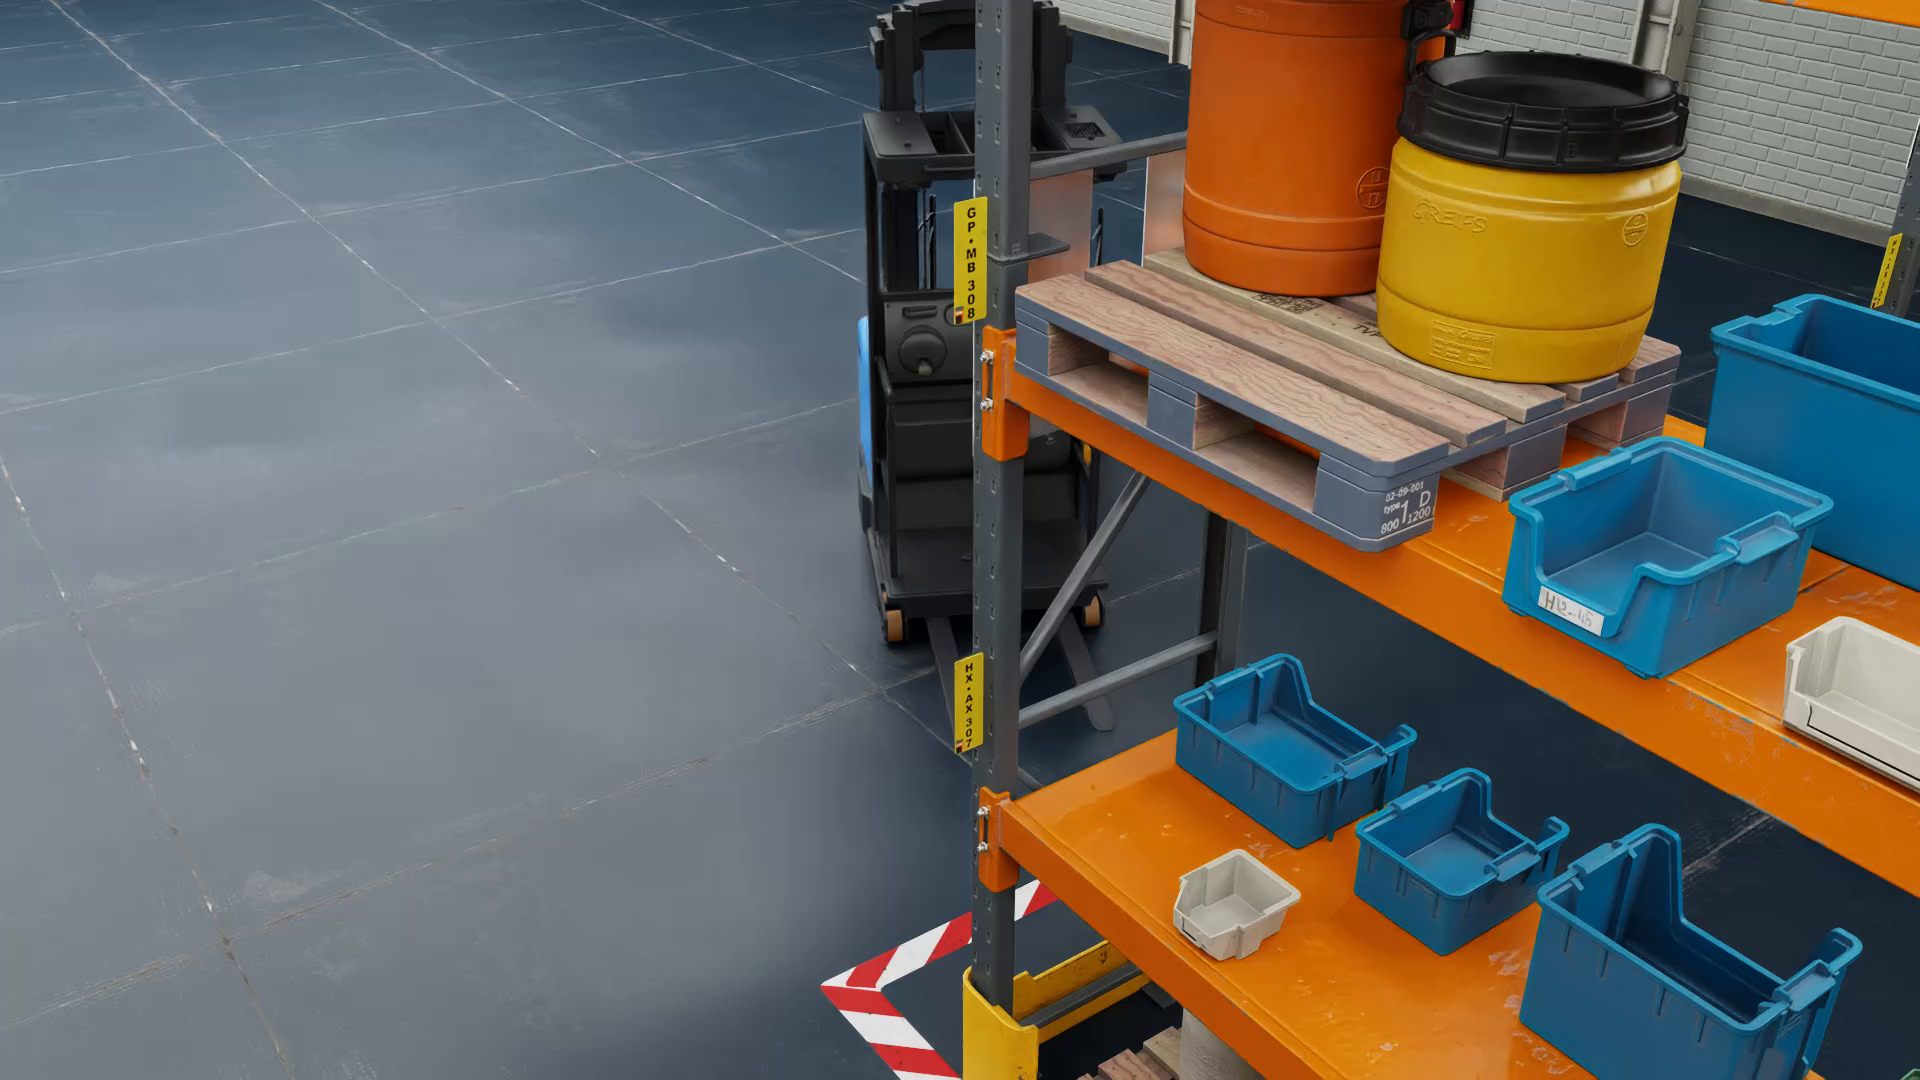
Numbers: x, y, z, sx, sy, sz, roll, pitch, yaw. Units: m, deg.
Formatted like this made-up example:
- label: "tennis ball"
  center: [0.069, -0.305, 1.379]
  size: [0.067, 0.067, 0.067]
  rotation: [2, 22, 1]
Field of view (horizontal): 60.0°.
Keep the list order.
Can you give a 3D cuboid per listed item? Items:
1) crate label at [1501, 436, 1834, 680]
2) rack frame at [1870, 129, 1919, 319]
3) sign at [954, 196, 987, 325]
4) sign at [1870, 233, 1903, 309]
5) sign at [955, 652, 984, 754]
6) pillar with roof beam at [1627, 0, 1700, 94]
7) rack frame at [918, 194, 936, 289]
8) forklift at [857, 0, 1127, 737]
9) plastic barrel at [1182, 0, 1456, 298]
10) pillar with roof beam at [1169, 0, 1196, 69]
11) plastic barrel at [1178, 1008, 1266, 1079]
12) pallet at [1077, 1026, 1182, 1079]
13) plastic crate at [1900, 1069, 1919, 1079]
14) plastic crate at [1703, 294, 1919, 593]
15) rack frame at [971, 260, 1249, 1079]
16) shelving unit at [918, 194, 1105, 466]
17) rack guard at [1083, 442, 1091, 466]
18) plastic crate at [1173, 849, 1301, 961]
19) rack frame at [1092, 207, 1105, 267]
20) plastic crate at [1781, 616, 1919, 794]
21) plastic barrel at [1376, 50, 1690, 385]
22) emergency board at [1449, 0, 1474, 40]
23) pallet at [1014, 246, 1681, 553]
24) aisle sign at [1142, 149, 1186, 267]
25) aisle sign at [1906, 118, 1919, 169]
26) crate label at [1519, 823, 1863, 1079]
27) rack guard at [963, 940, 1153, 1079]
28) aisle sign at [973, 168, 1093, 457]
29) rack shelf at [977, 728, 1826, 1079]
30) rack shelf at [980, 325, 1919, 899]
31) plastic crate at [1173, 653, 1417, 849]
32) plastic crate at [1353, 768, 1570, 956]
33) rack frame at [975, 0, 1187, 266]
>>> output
- label: "crate label"
  center: [1.294, 0.022, 3.078]
  size: [0.502, 0.251, 0.408]
  rotation: [-19, 34, -31]
- label: "rack frame"
  center: [4.515, -0.914, 7.789]
  size: [1.000, 3.000, 0.127]
  rotation: [-19, 34, -31]
- label: "sign"
  center: [0.027, -0.715, 4.272]
  size: [0.100, 0.325, 0.005]
  rotation: [-19, 34, -31]
- label: "sign"
  center: [4.059, -1.178, 7.285]
  size: [0.100, 0.325, 0.005]
  rotation: [-19, 34, -31]
- label: "sign"
  center: [0.027, 0.485, 4.924]
  size: [0.100, 0.325, 0.005]
  rotation: [-19, 34, -31]
- label: "pillar with roof beam"
  center: [2.671, -6.031, 10.926]
  size: [9.100, 9.000, 0.400]
  rotation: [-19, 34, -31]
- label: "rack frame"
  center: [-0.220, -1.281, 10.038]
  size: [0.032, 1.500, 0.500]
  rotation: [7, 29, 12]
- label: "forklift"
  center: [0.126, -0.955, 7.937]
  size: [1.130, 2.935, 3.031]
  rotation: [-4, 29, -7]
- label: "plastic barrel"
  center: [0.863, -1.082, 4.065]
  size: [0.600, 0.830, 0.708]
  rotation: [-19, 34, -31]
- label: "pillar with roof beam"
  center: [-0.809, -8.363, 15.221]
  size: [9.100, 9.000, 0.400]
  rotation: [-19, 34, -31]
- label: "plastic barrel"
  center: [0.922, 1.600, 5.328]
  size: [0.421, 0.512, 0.421]
  rotation: [0, 29, 0]
- label: "pallet"
  center: [1.027, 2.015, 5.318]
  size: [1.003, 0.211, 1.213]
  rotation: [-19, 34, -31]
- label: "plastic crate"
  center: [2.240, 1.498, 3.570]
  size: [0.450, 0.188, 0.662]
  rotation: [-19, 34, -31]
- label: "plastic crate"
  center: [1.829, -0.197, 3.343]
  size: [0.392, 0.384, 0.575]
  rotation: [-19, 34, -31]
- label: "rack frame"
  center: [0.478, 0.456, 5.267]
  size: [1.000, 3.000, 0.127]
  rotation: [-19, 34, -31]
- label: "shelving unit"
  center: [0.281, -1.221, 9.927]
  size: [1.083, 1.500, 0.587]
  rotation: [7, 29, 12]
- label: "rack guard"
  center: [0.764, -0.613, 10.118]
  size: [0.087, 0.250, 0.587]
  rotation: [7, 29, 12]
- label: "plastic crate"
  center: [0.735, 1.009, 4.525]
  size: [0.298, 0.136, 0.250]
  rotation: [-19, 34, -31]
- label: "rack frame"
  center: [0.765, -1.162, 9.819]
  size: [0.032, 1.500, 0.500]
  rotation: [7, 29, 12]
- label: "plastic crate"
  center: [1.538, 0.297, 2.694]
  size: [0.243, 0.136, 0.396]
  rotation: [-19, 34, -31]
- label: "plastic barrel"
  center: [1.242, -0.721, 3.655]
  size: [0.600, 0.588, 0.600]
  rotation: [0, 29, 0]
- label: "emergency board"
  center: [4.776, -5.558, 16.340]
  size: [0.194, 1.169, 0.643]
  rotation: [-19, 34, -31]
- label: "pallet"
  center: [0.878, -0.430, 3.954]
  size: [1.003, 0.211, 1.213]
  rotation: [-19, 34, -31]
- label: "aisle sign"
  center: [0.678, -0.796, 4.850]
  size: [0.394, 0.787, 0.004]
  rotation: [-19, 34, -31]
- label: "aisle sign"
  center: [4.227, -1.997, 7.060]
  size: [0.394, 0.787, 0.004]
  rotation: [-19, 34, -31]
- label: "crate label"
  center: [1.766, 1.081, 4.079]
  size: [0.502, 0.435, 0.616]
  rotation: [-19, 34, -31]
- label: "rack guard"
  center: [0.560, 1.571, 5.833]
  size: [1.175, 0.500, 0.348]
  rotation: [-19, 34, -31]
- label: "aisle sign"
  center: [0.197, -0.633, 4.549]
  size: [0.394, 0.787, 0.004]
  rotation: [-19, 34, -31]
- label: "rack shelf"
  center: [1.638, 1.550, 4.007]
  size: [1.077, 0.370, 4.000]
  rotation: [-19, 34, -31]
- label: "rack shelf"
  center: [1.638, 0.232, 3.291]
  size: [1.077, 0.370, 4.000]
  rotation: [-19, 34, -31]
- label: "plastic crate"
  center: [1.012, 0.633, 5.097]
  size: [0.499, 0.251, 0.616]
  rotation: [-19, 34, -31]
- label: "plastic crate"
  center: [1.384, 0.887, 4.629]
  size: [0.499, 0.251, 0.408]
  rotation: [-19, 34, -31]
- label: "rack frame"
  center: [0.478, -2.180, 3.835]
  size: [1.000, 3.000, 0.127]
  rotation: [-19, 34, -31]
